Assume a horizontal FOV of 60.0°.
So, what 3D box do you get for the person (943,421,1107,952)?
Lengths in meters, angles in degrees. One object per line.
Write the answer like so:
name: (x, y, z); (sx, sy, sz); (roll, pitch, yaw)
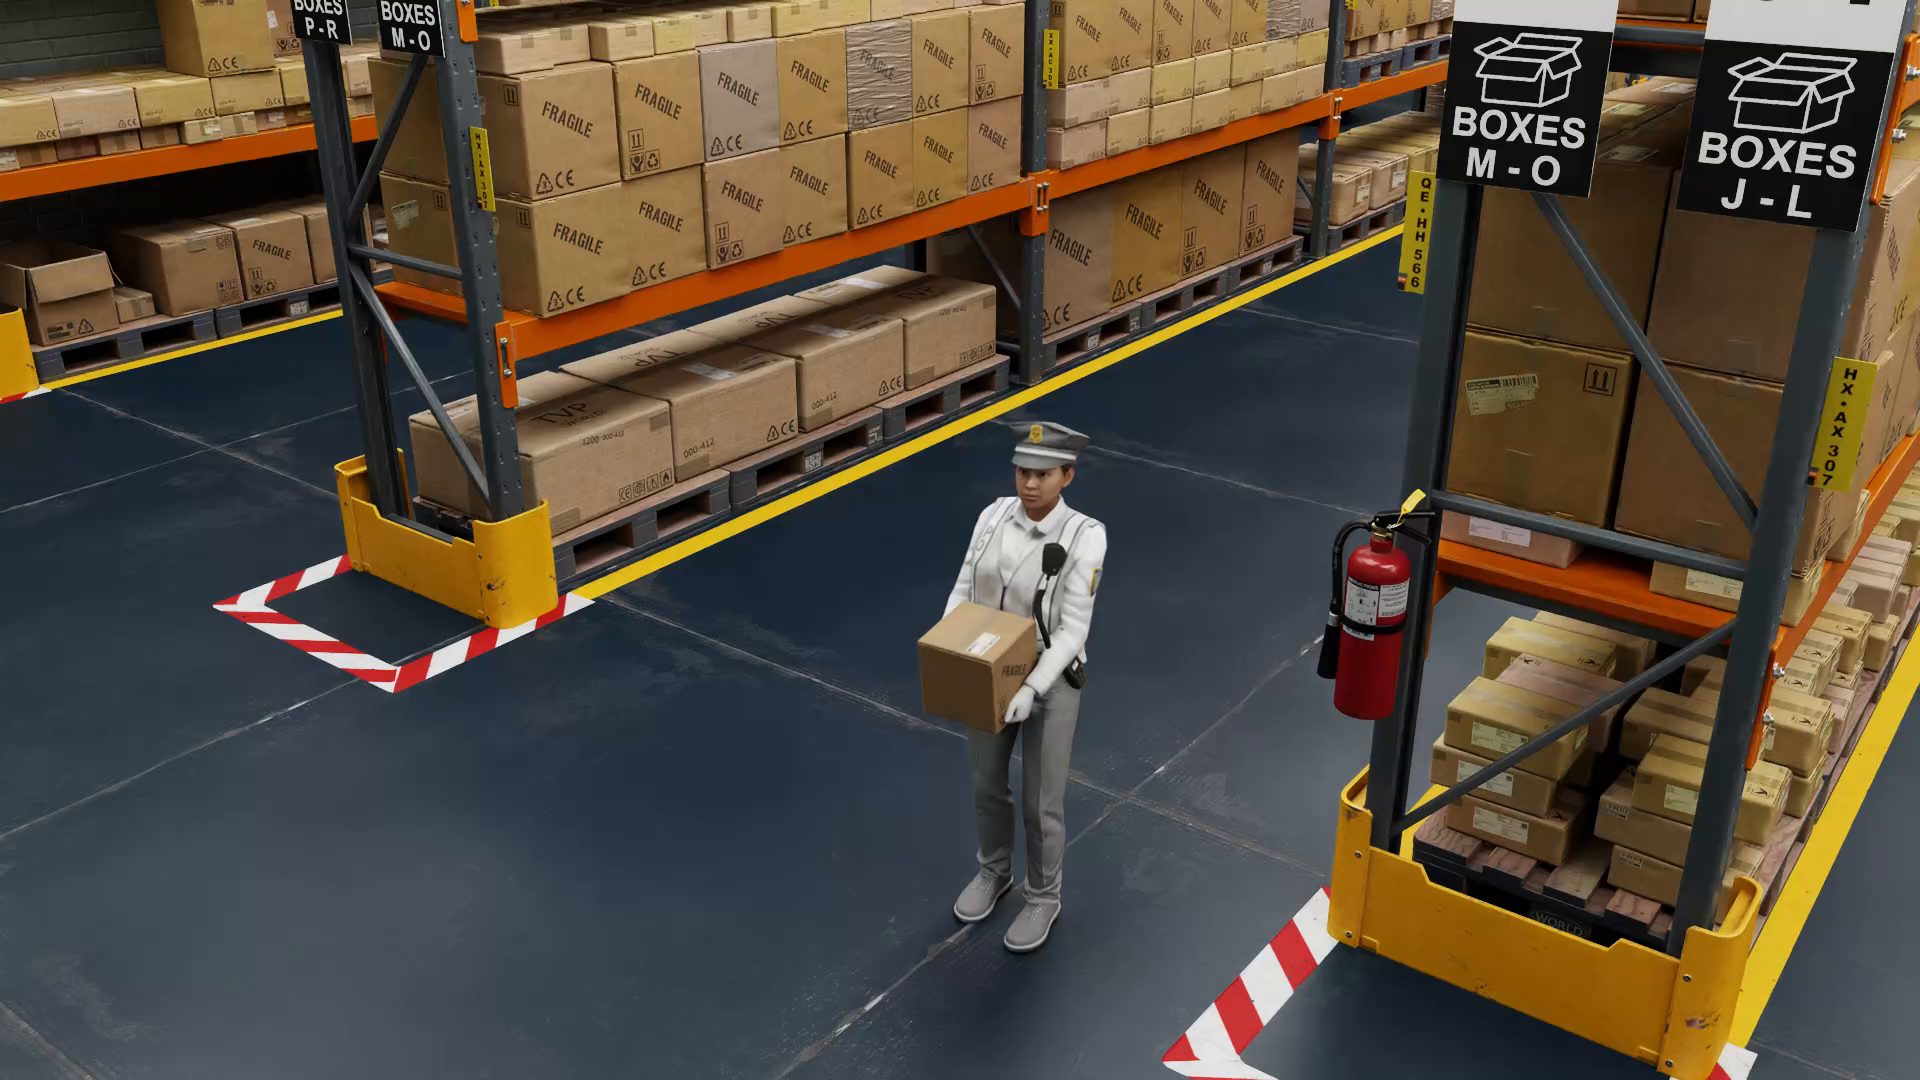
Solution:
person: (0.165, 0.450, 5.044); (0.459, 1.686, 0.555); (14, 27, 29)
